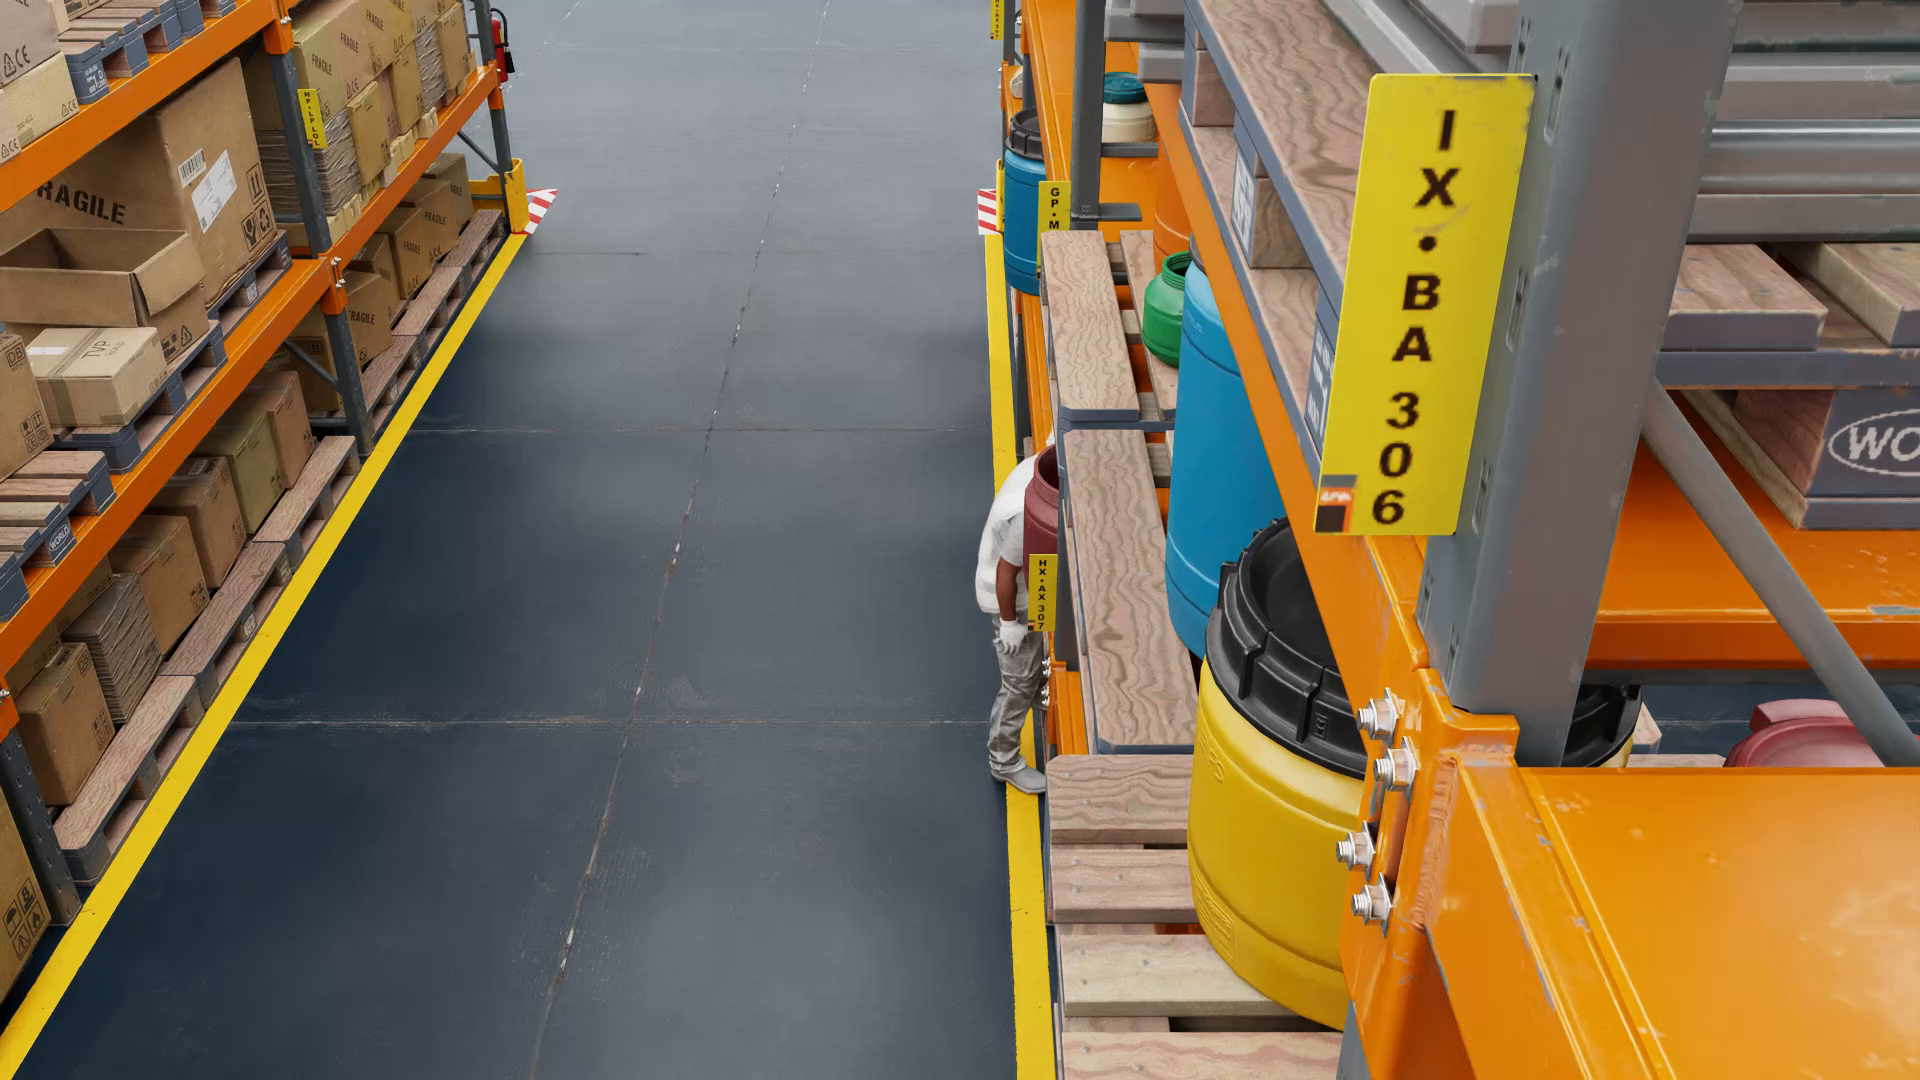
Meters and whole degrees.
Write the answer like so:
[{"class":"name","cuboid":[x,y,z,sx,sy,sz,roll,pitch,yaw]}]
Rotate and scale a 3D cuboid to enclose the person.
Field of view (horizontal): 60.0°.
[{"class":"person","cuboid":[0.349,0.256,7.224,0.541,1.751,0.616,9,32,14]}]
